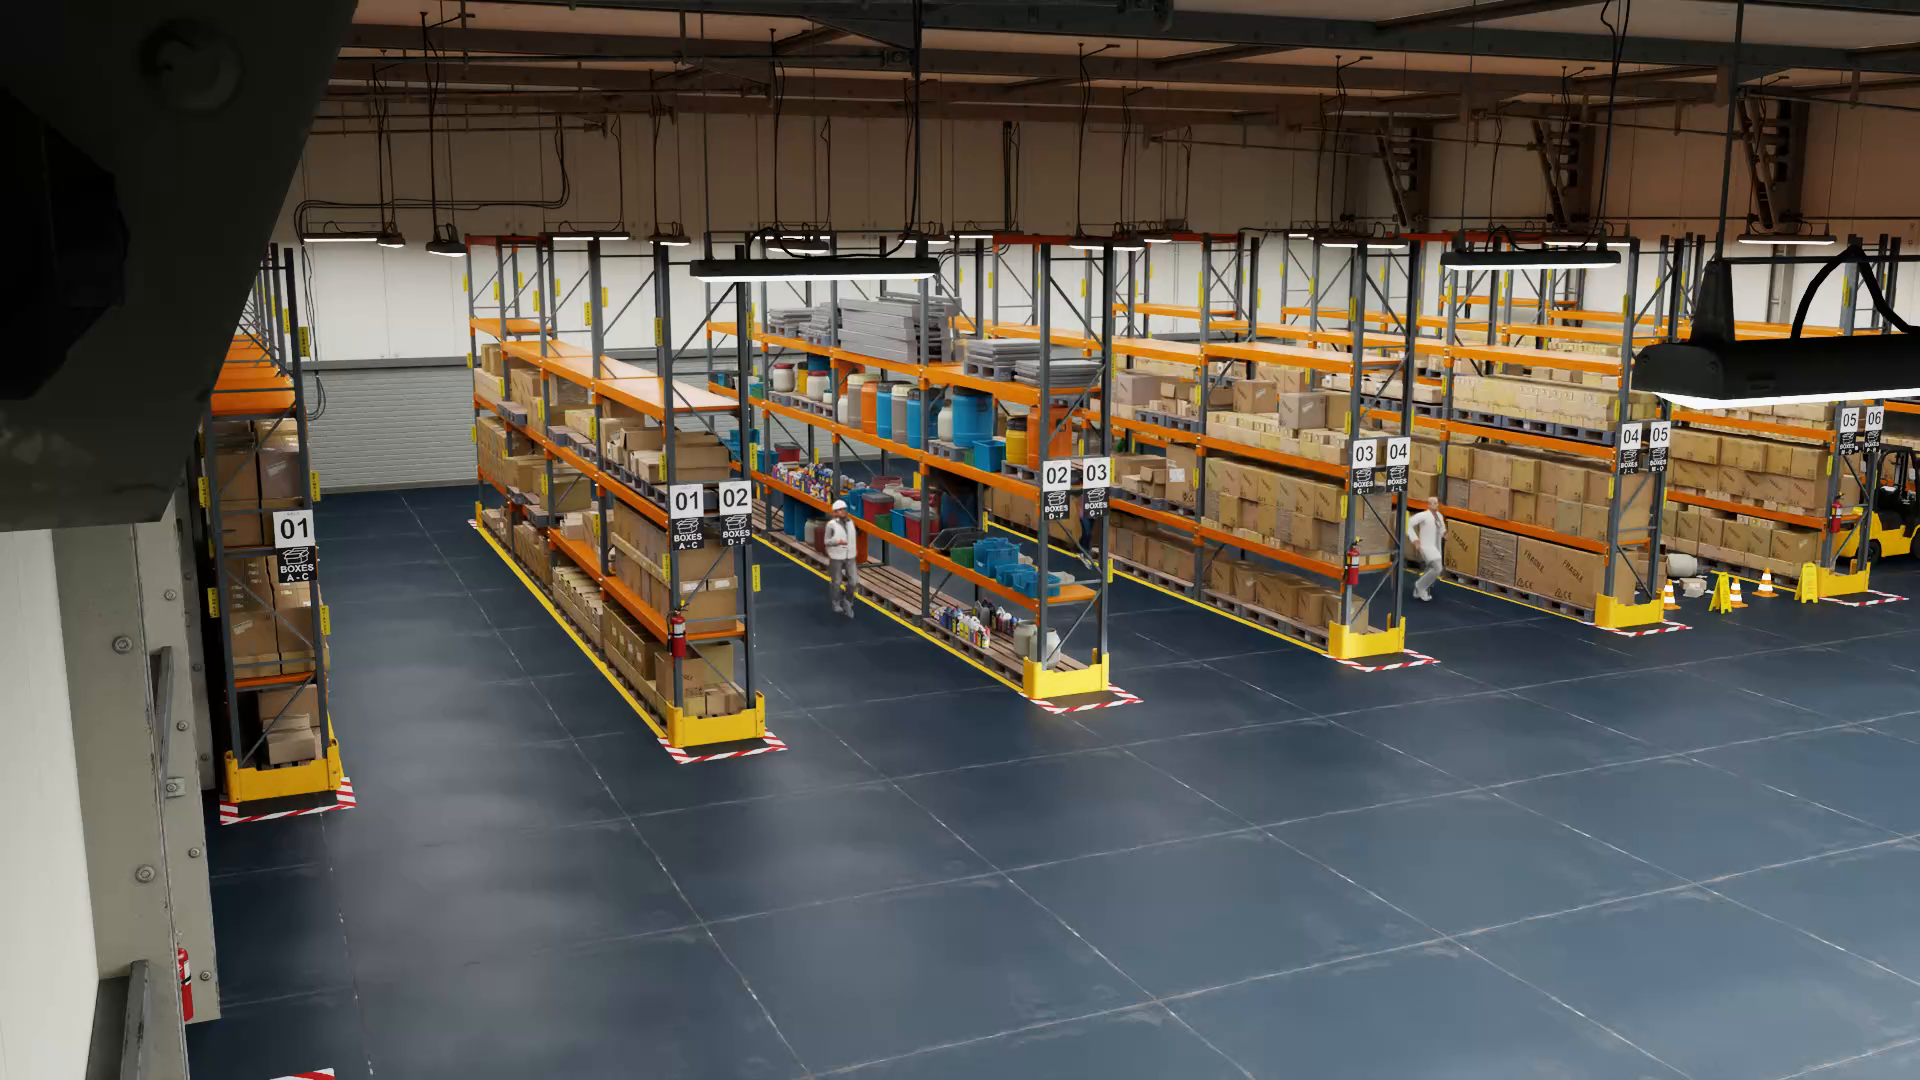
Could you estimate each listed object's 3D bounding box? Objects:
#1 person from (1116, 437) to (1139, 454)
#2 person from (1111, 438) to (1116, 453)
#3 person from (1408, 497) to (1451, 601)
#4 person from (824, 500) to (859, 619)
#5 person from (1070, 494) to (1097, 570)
[{"bbox_3d":[4.186,-2.646,42.033,0.861,1.747,0.712,5,12,24],"label":"person"},{"bbox_3d":[3.325,-1.797,38.106,0.586,1.696,0.877,-3,11,-14],"label":"person"},{"bbox_3d":[7.856,0.153,27.676,0.697,1.746,0.676,-9,14,-39],"label":"person"},{"bbox_3d":[-1.774,0.314,25.514,0.640,1.855,0.670,-6,12,-28],"label":"person"},{"bbox_3d":[2.250,-0.346,29.254,0.503,1.689,0.684,-8,13,-34],"label":"person"}]
